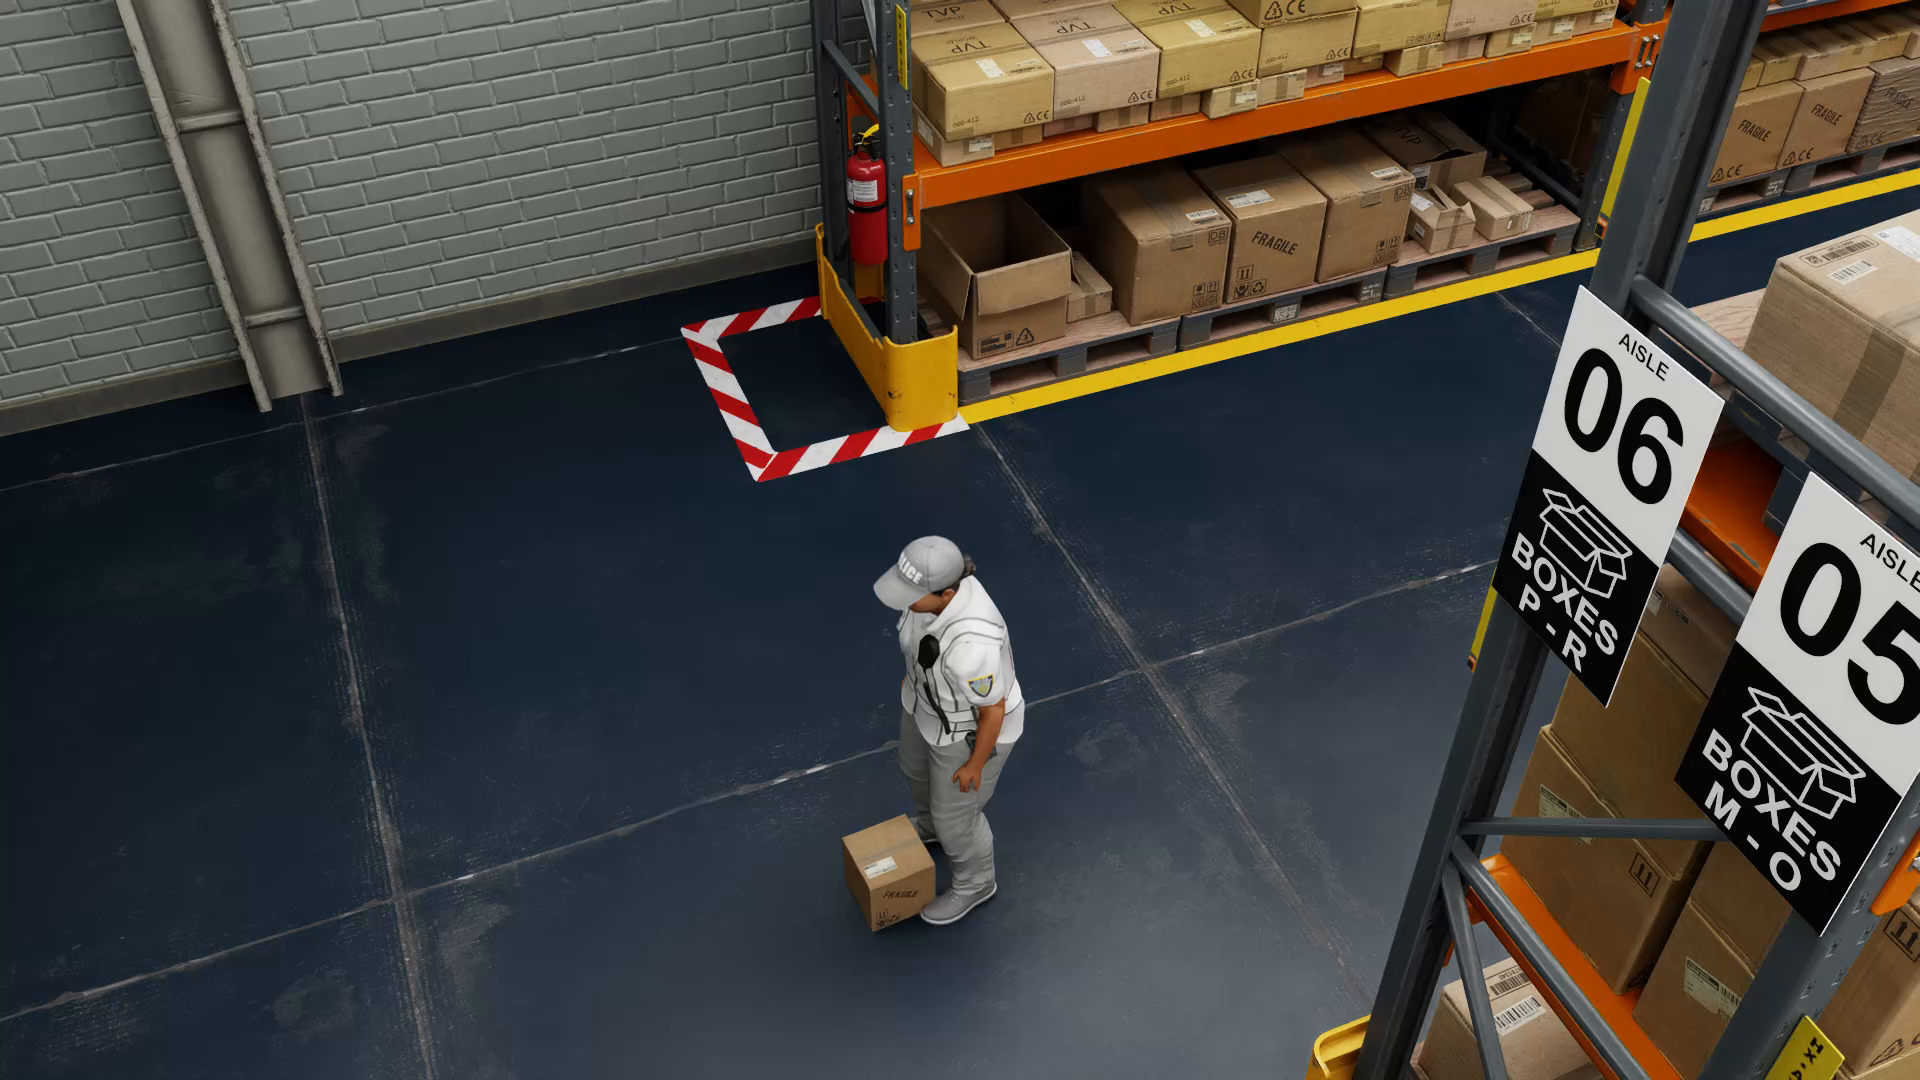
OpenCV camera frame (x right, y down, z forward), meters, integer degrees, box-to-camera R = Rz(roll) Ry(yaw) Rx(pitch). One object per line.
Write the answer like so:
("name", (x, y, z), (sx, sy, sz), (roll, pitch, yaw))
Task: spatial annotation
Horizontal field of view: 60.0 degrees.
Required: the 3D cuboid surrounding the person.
("person", (-0.052, 0.593, 5.496), (0.466, 1.665, 0.543), (-17, 45, -18))
